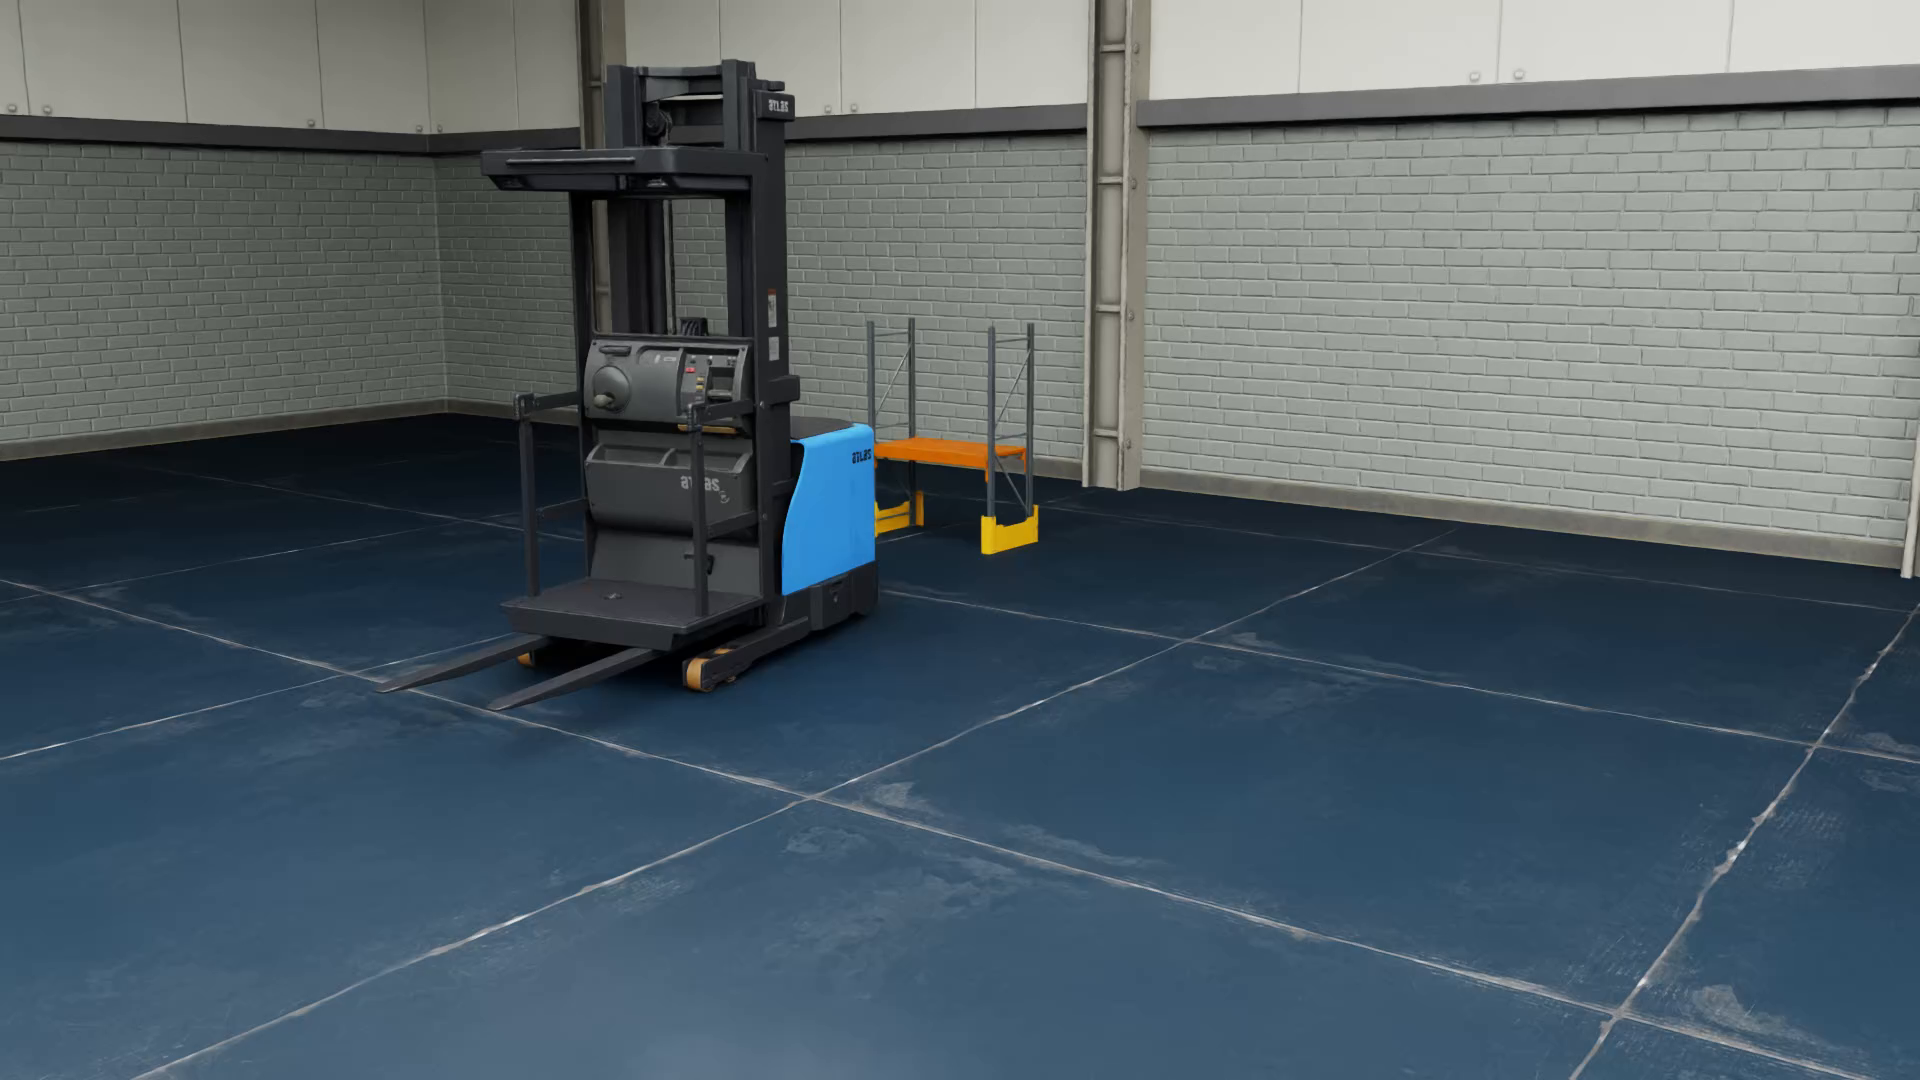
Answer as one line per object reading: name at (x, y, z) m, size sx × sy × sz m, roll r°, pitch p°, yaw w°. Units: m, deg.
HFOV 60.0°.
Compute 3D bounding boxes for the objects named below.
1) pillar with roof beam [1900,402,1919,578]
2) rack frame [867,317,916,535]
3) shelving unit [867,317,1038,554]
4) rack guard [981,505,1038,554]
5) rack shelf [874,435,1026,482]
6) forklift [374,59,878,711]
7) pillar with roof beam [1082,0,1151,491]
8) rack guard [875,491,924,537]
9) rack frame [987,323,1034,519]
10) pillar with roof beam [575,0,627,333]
pillar with roof beam at (3.548, -3.529, 6.080) m, size 0.400 × 9.000 × 9.100 m, roll 8°, pitch 13°, yaw 36°
rack frame at (-0.478, -0.803, 11.732) m, size 0.032 × 1.500 × 0.500 m, roll 8°, pitch 13°, yaw 36°
shelving unit at (-0.061, -0.745, 11.432) m, size 1.083 × 1.500 × 0.587 m, roll 8°, pitch 13°, yaw 36°
rack guard at (0.340, -0.075, 11.261) m, size 0.087 × 0.250 × 0.587 m, roll 8°, pitch 13°, yaw 36°
rack shelf at (-0.069, -0.569, 11.471) m, size 1.000 × 0.185 × 0.538 m, roll 8°, pitch 13°, yaw 36°
forklift at (-1.544, -0.815, 8.025) m, size 1.130 × 2.935 × 3.031 m, roll 5°, pitch 12°, yaw 25°
pillar with roof beam at (-1.288, -4.204, 9.567) m, size 0.400 × 9.000 × 9.100 m, roll 8°, pitch 13°, yaw 36°
rack guard at (-0.463, -0.187, 11.840) m, size 0.087 × 0.250 × 0.587 m, roll 8°, pitch 13°, yaw 36°
rack frame at (0.341, -0.689, 11.141) m, size 0.032 × 1.500 × 0.500 m, roll 8°, pitch 13°, yaw 36°
pillar with roof beam at (-6.124, -4.878, 13.054) m, size 0.400 × 9.000 × 9.100 m, roll 8°, pitch 13°, yaw 36°
